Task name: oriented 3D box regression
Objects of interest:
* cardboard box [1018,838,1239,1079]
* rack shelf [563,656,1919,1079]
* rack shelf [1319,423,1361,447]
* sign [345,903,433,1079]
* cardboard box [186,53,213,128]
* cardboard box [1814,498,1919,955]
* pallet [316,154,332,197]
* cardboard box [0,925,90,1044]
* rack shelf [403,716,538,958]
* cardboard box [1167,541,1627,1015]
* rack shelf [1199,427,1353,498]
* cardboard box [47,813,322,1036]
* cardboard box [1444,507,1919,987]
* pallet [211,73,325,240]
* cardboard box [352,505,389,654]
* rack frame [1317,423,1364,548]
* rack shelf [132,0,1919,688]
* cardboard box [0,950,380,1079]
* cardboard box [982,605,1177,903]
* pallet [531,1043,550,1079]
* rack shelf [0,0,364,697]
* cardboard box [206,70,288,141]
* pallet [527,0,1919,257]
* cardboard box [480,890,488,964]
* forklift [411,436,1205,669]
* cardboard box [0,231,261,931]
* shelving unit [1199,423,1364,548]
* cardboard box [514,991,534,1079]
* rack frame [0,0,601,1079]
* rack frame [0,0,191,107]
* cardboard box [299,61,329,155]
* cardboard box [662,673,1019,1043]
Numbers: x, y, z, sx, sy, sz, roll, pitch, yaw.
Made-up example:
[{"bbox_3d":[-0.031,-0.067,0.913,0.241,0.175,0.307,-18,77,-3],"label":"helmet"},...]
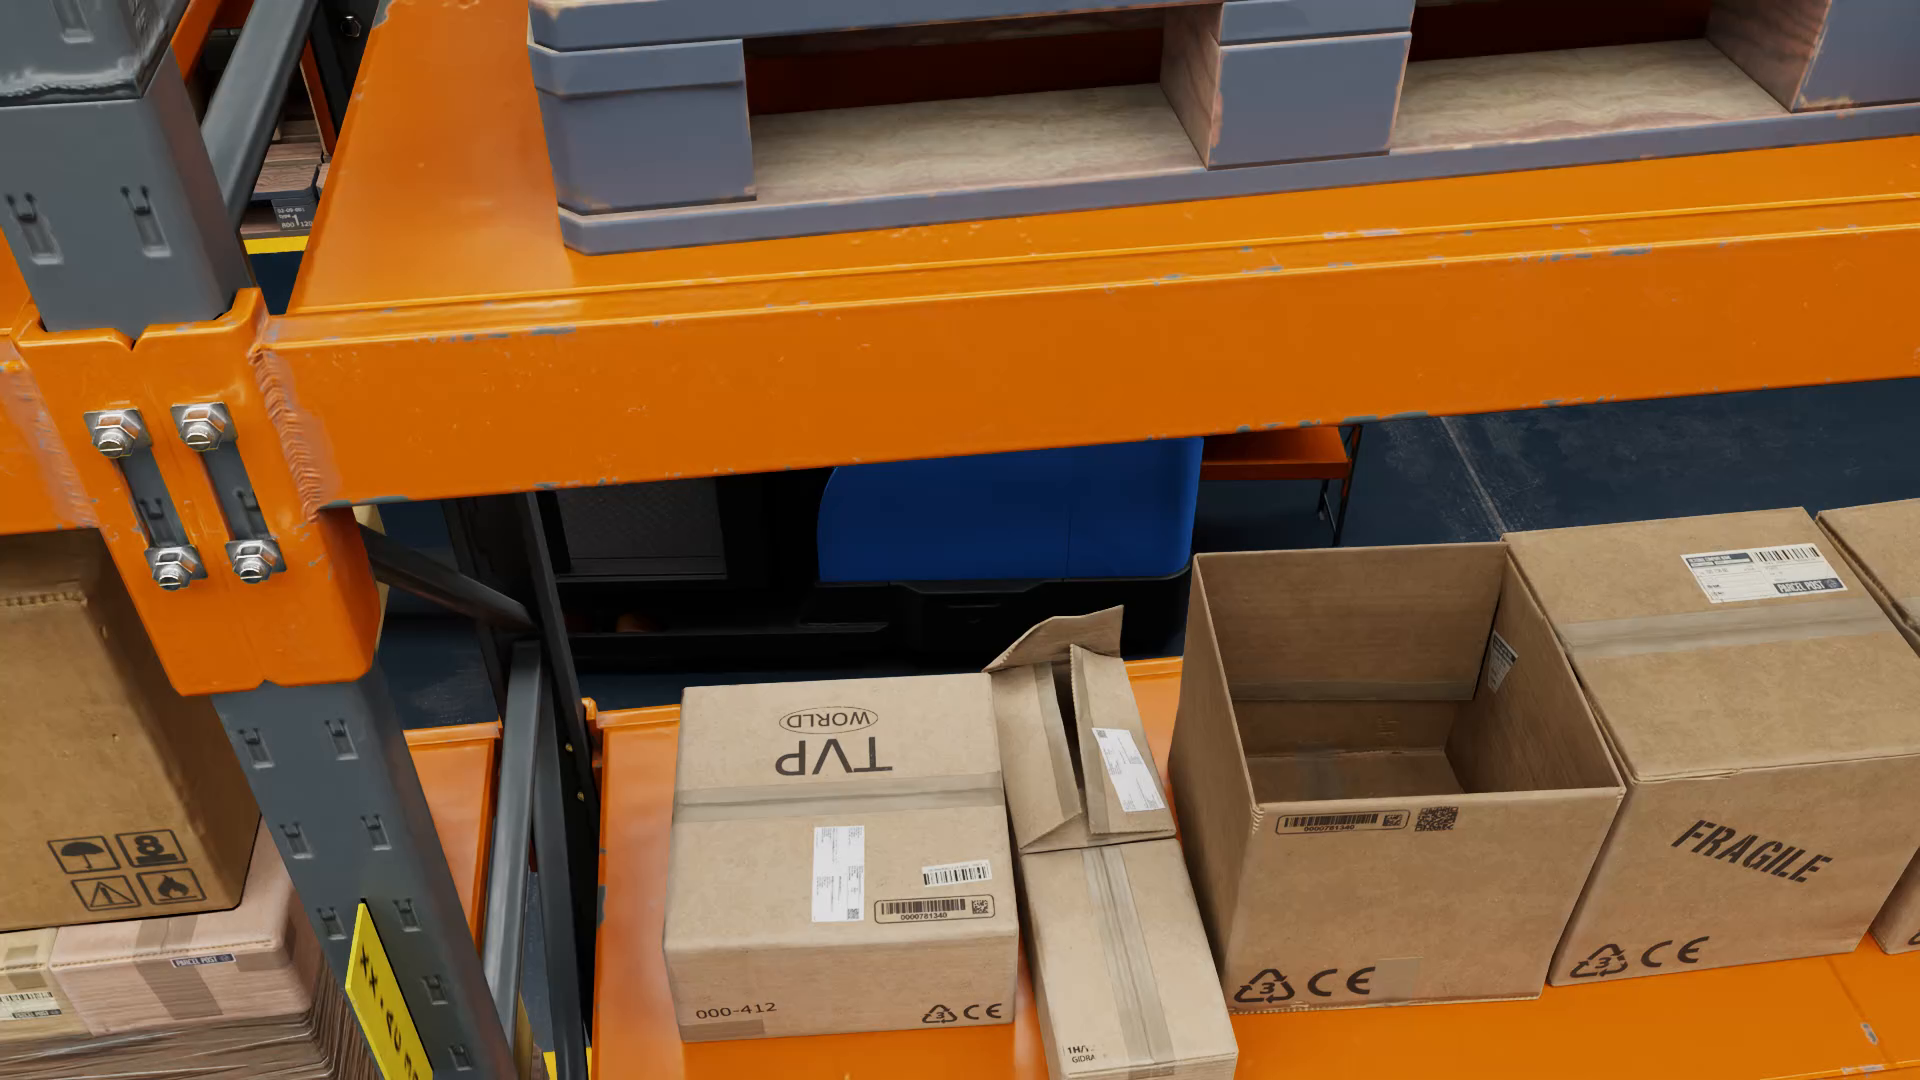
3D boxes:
[{"bbox_3d":[0.240,0.650,2.478,0.250,0.149,0.380,-5,42,-6],"label":"cardboard box"},{"bbox_3d":[1.318,0.591,2.892,4.000,0.370,1.077,-5,42,-6],"label":"rack shelf"},{"bbox_3d":[0.916,-0.406,4.905,0.480,0.148,0.258,-1,42,-1],"label":"rack shelf"},{"bbox_3d":[-0.592,0.515,1.734,0.005,0.325,0.100,-5,42,-6],"label":"sign"},{"bbox_3d":[-3.280,-1.760,6.500,0.500,0.500,0.700,-7,43,-8],"label":"cardboard box"},{"bbox_3d":[1.640,0.270,2.637,0.500,0.500,0.500,-7,43,-8],"label":"cardboard box"},{"bbox_3d":[-1.972,-1.675,6.949,1.213,0.211,1.003,-5,42,-6],"label":"pallet"},{"bbox_3d":[-1.152,0.406,2.002,0.250,0.149,0.380,-6,42,-6],"label":"cardboard box"},{"bbox_3d":[-2.648,0.938,2.507,4.000,0.370,1.077,-5,42,-6],"label":"rack shelf"},{"bbox_3d":[0.621,0.359,2.538,0.500,0.500,0.500,-2,42,-2],"label":"cardboard box"},{"bbox_3d":[0.916,-0.259,5.038,0.480,0.148,0.258,-1,42,-1],"label":"rack shelf"},{"bbox_3d":[-0.907,0.385,2.024,0.250,0.149,0.380,-5,42,-6],"label":"cardboard box"},{"bbox_3d":[1.118,0.315,2.586,0.500,0.500,0.500,-5,42,-5],"label":"cardboard box"},{"bbox_3d":[-3.185,-1.567,6.829,1.213,0.211,1.003,-5,42,-6],"label":"pallet"},{"bbox_3d":[-0.957,0.114,2.325,0.250,0.149,0.380,-5,42,-6],"label":"cardboard box"},{"bbox_3d":[1.160,-0.460,4.865,0.015,1.200,0.240,-1,42,-1],"label":"rack frame"},{"bbox_3d":[1.318,-0.523,1.888,4.000,0.370,1.077,-5,42,-6],"label":"rack shelf"},{"bbox_3d":[-1.104,0.503,2.378,0.500,0.500,0.700,-6,42,-7],"label":"cardboard box"},{"bbox_3d":[0.183,0.349,2.724,0.258,0.266,0.396,-6,42,-7],"label":"cardboard box"},{"bbox_3d":[-1.459,1.574,3.347,1.213,0.211,1.003,-5,42,-6],"label":"pallet"},{"bbox_3d":[-2.648,-0.175,1.503,4.000,0.370,1.077,-5,42,-6],"label":"rack shelf"},{"bbox_3d":[-2.900,-1.771,6.774,0.250,0.149,0.380,-8,43,-9],"label":"cardboard box"},{"bbox_3d":[0.208,-0.630,1.613,1.217,0.209,0.805,-7,42,-7],"label":"pallet"},{"bbox_3d":[-1.165,0.916,3.174,0.500,0.500,0.500,-5,42,-6],"label":"cardboard box"},{"bbox_3d":[-0.858,-1.074,4.253,3.031,2.935,1.130,-1,42,-1],"label":"forklift"},{"bbox_3d":[-1.104,0.021,1.943,0.500,0.500,0.700,-5,42,-5],"label":"cardboard box"},{"bbox_3d":[0.916,-0.456,4.860,0.503,1.200,0.258,-1,42,-1],"label":"shelving unit"},{"bbox_3d":[-1.164,1.202,3.418,0.500,0.250,0.500,-5,42,-6],"label":"cardboard box"},{"bbox_3d":[-0.665,0.498,2.459,0.127,3.000,1.000,-5,42,-6],"label":"rack frame"},{"bbox_3d":[-0.665,-1.730,0.450,0.127,3.000,1.000,-5,42,-6],"label":"rack frame"},{"bbox_3d":[-2.335,-1.910,6.666,0.500,0.500,0.500,-8,43,-9],"label":"cardboard box"},{"bbox_3d":[-0.183,0.481,2.589,0.500,0.250,0.500,-3,42,-3],"label":"cardboard box"}]
